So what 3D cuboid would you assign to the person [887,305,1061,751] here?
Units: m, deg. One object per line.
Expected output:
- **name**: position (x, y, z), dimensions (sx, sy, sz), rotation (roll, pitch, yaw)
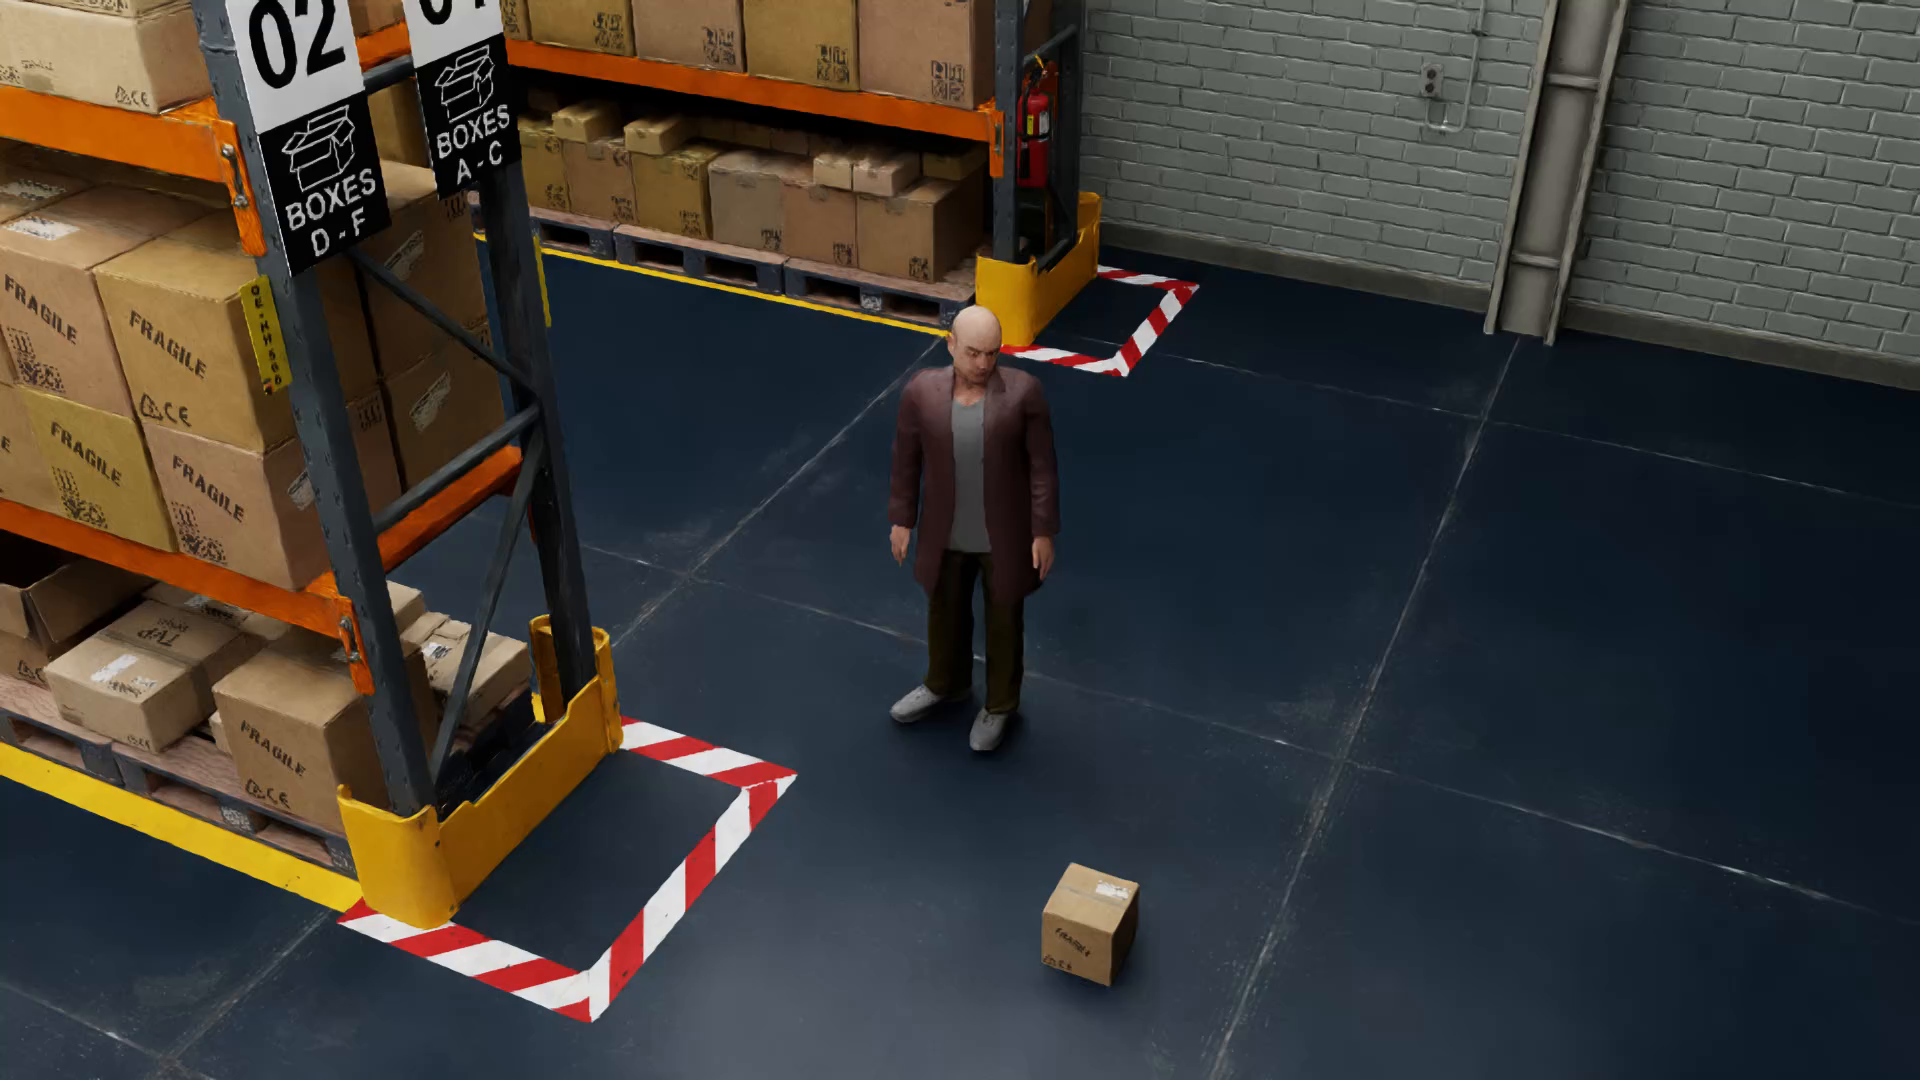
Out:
- **person**: position (0.041, -0.021, 6.133), dimensions (0.659, 1.791, 0.421), rotation (7, 34, 11)
